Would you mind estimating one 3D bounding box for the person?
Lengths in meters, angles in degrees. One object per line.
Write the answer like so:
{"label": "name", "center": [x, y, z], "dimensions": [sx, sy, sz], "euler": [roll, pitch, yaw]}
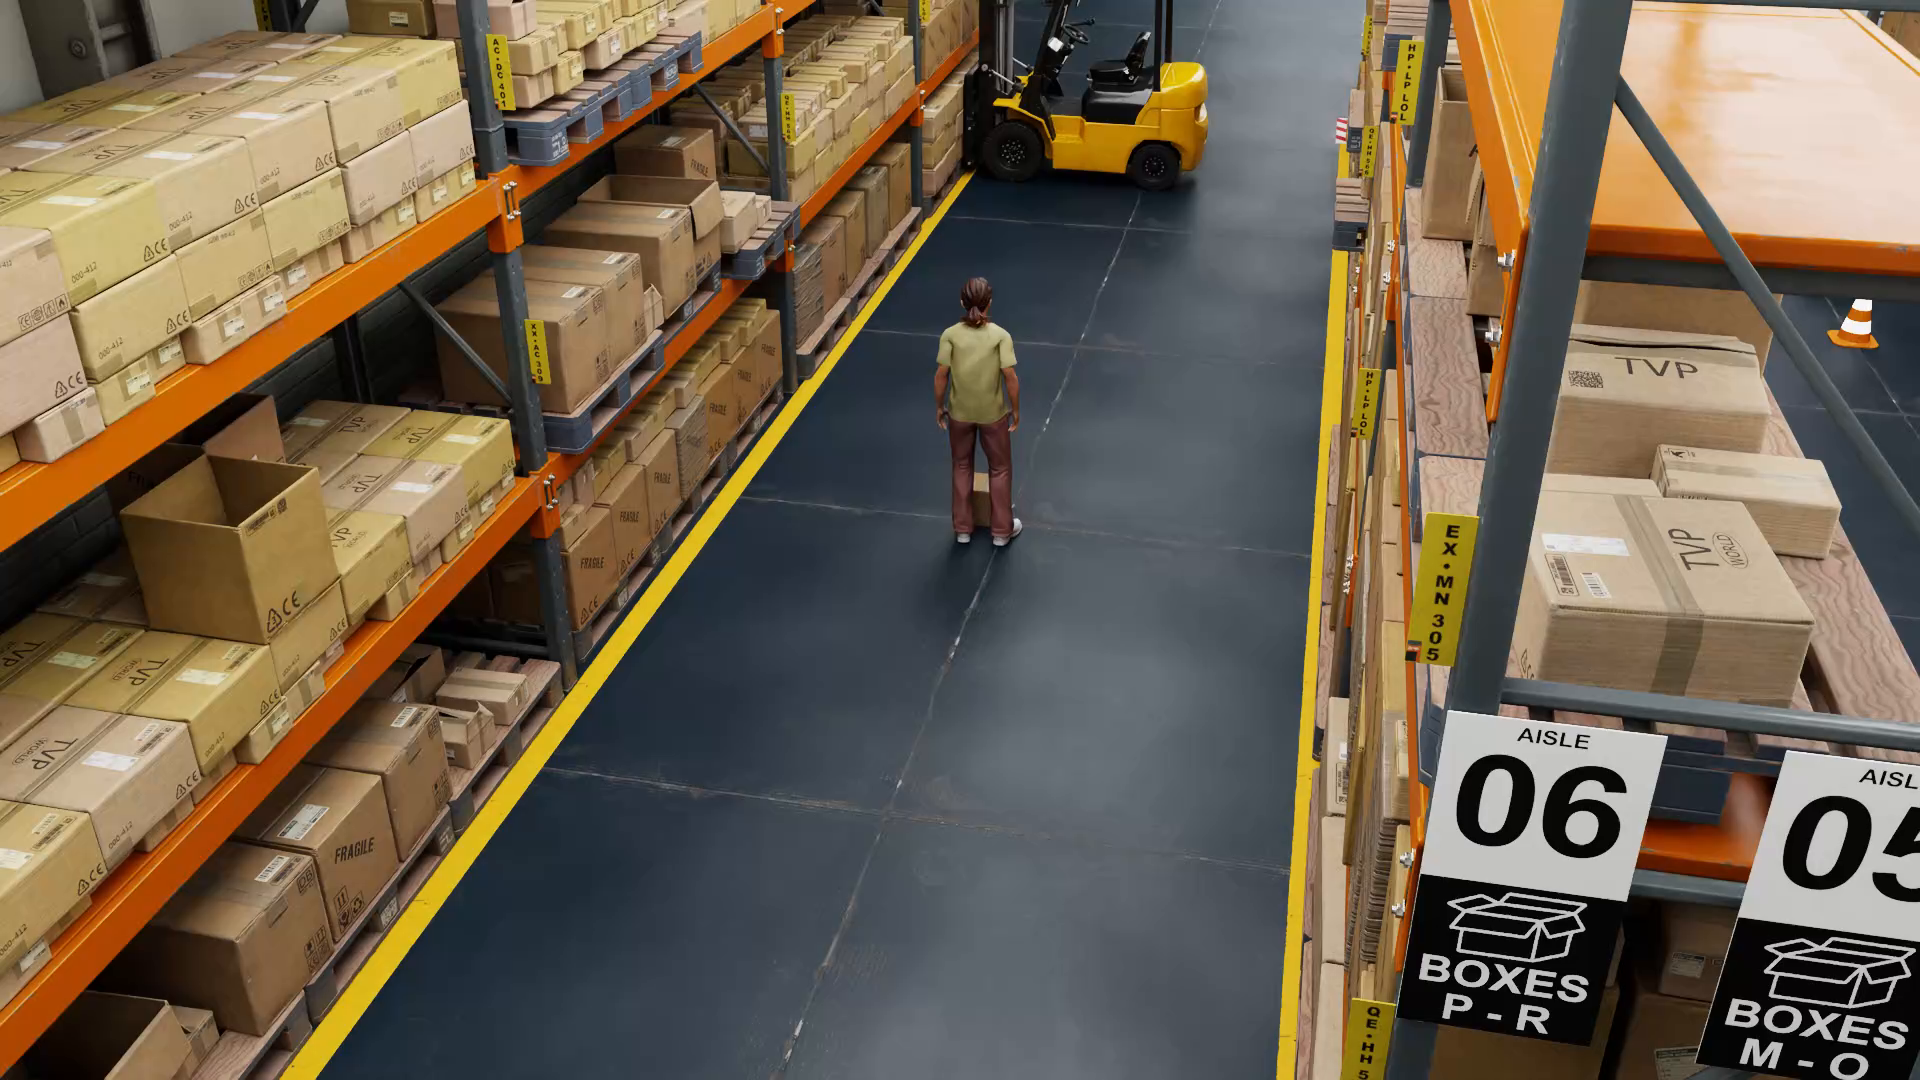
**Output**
{"label": "person", "center": [0.113, -0.759, 9.991], "dimensions": [0.521, 1.672, 0.357], "euler": [4, 29, 8]}
